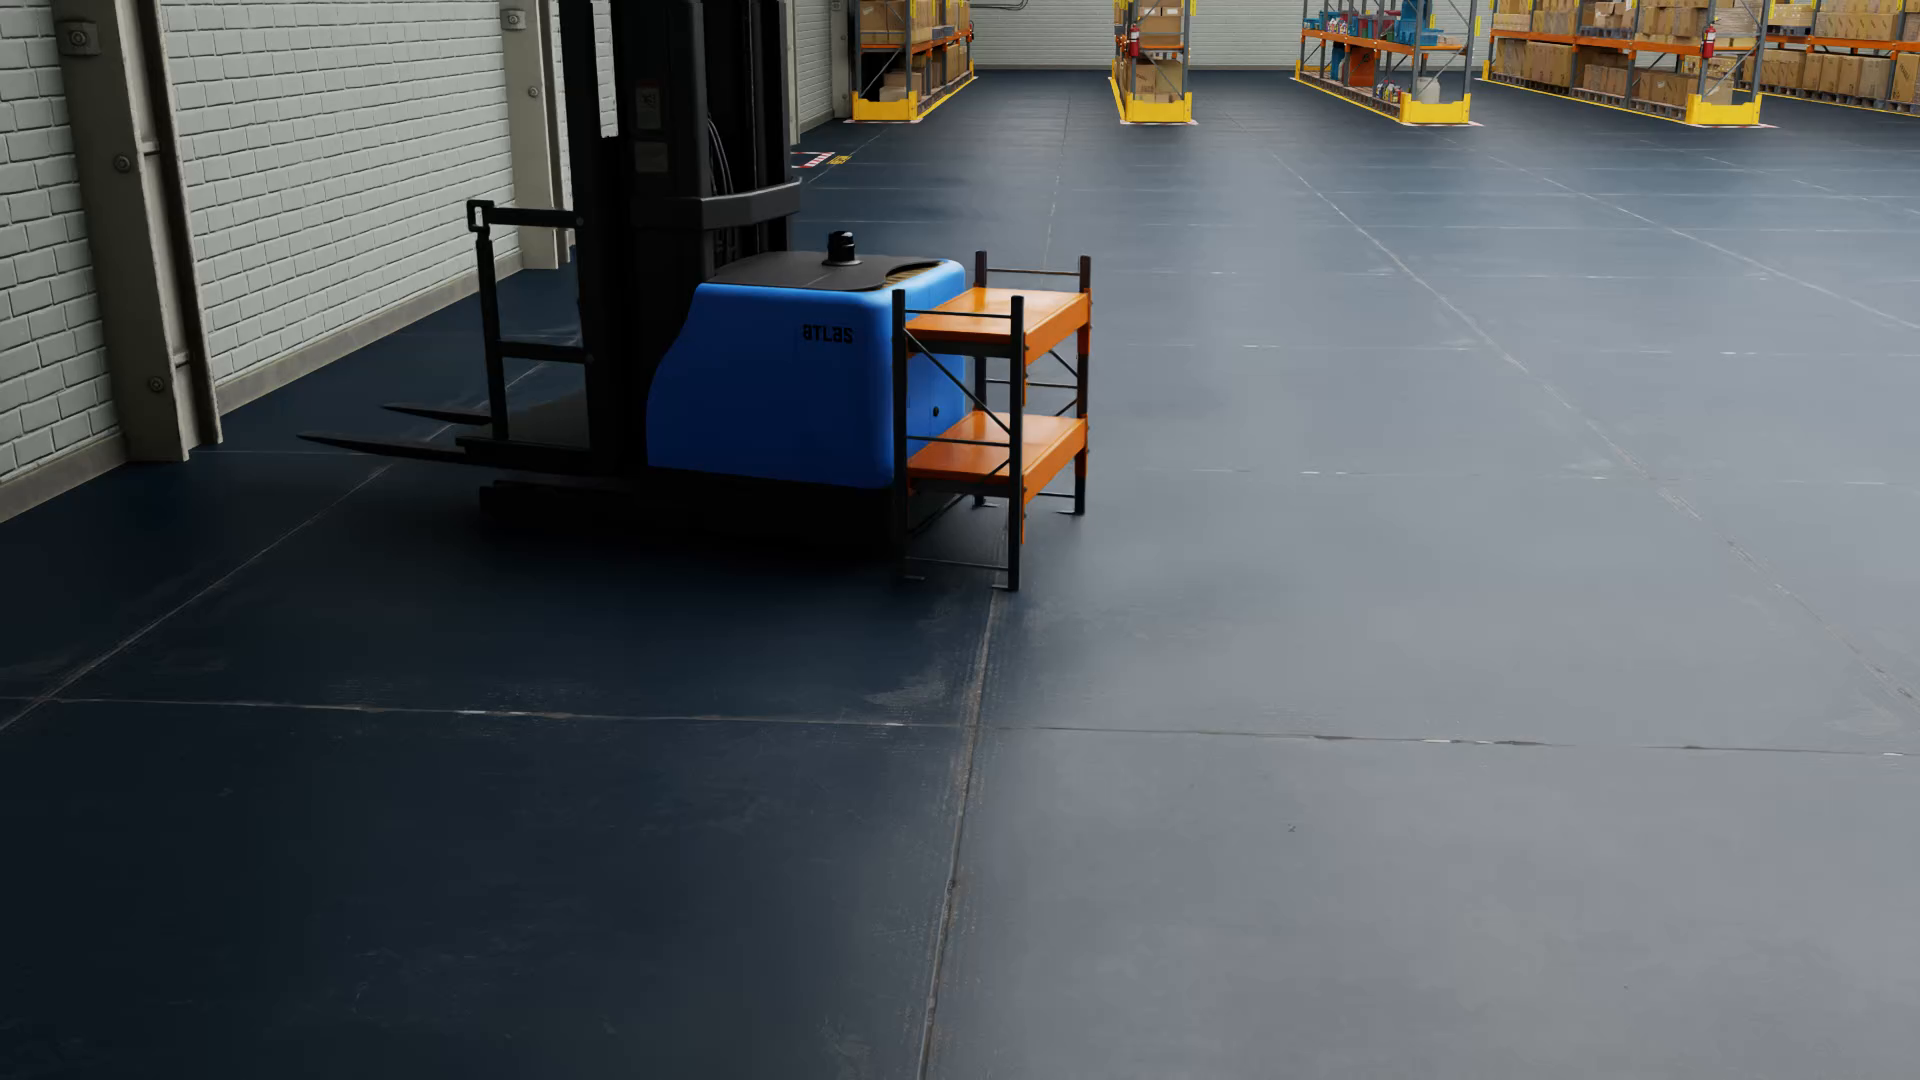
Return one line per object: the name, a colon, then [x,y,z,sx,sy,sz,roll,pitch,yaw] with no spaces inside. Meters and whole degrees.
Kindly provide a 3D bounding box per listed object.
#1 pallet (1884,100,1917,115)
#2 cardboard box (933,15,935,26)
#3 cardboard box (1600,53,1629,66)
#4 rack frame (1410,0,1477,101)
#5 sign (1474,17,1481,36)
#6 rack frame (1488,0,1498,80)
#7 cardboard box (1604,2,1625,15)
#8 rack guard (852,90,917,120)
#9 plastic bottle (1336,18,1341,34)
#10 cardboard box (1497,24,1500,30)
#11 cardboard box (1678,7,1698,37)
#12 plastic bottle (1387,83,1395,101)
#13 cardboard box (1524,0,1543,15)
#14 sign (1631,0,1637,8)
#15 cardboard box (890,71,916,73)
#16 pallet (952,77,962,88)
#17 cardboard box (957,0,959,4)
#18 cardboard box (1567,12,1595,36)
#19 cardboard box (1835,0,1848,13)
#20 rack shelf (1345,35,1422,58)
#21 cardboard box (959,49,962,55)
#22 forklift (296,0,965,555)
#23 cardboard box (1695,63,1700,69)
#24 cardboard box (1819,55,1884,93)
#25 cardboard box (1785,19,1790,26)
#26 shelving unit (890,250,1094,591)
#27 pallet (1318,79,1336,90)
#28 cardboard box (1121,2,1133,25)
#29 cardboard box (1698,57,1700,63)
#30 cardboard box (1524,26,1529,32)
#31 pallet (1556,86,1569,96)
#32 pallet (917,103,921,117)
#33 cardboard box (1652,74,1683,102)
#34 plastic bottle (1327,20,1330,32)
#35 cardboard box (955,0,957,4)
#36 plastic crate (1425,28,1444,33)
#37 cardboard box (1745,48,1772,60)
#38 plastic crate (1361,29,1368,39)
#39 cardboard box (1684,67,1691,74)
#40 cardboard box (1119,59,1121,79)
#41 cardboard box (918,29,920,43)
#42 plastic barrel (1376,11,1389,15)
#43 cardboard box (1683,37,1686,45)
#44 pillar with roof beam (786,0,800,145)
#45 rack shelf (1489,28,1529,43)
pallet: [18.534,-8.298,31.908,1.003,0.211,1.213,1,18,4]
cardboard box: [-0.899,-11.297,35.714,0.700,0.500,0.500,1,18,4]
cardboard box: [13.968,-10.246,35.478,0.500,0.250,0.500,3,18,10]
rack frame: [8.500,-8.868,29.169,1.000,3.000,0.127,1,18,4]
sign: [9.048,-8.986,29.084,0.100,0.325,0.005,1,18,4]
rack frame: [14.587,-13.727,43.997,1.000,3.000,0.127,1,18,4]
cardboard box: [14.075,-11.145,35.283,0.700,0.500,0.500,4,19,12]
rack guard: [-1.376,-7.925,30.305,1.175,0.500,0.348,1,18,4]
plastic bottle: [8.835,-11.967,38.705,0.144,0.351,0.185,1,18,4]
cardboard box: [14.198,-13.345,43.236,0.380,0.149,0.250,1,18,3]
cardboard box: [13.423,-9.274,29.771,0.875,0.500,0.500,1,18,4]
plastic bottle: [8.258,-8.571,31.810,0.144,0.351,0.185,2,18,6]
cardboard box: [14.067,-13.059,40.520,0.500,0.500,0.500,2,18,5]
sign: [13.173,-10.561,32.477,0.100,0.325,0.005,1,18,4]
cardboard box: [-1.129,-9.029,32.970,0.500,0.500,0.500,0,18,0]
pallet: [-0.501,-11.250,40.916,1.003,0.211,1.213,1,18,4]
cardboard box: [-0.300,-13.220,40.576,0.500,0.250,0.500,2,18,5]
cardboard box: [13.802,-11.448,36.884,0.500,0.500,0.500,2,18,6]
cardboard box: [18.877,-11.326,34.905,0.700,0.500,0.500,1,18,3]
rack shelf: [8.930,-10.389,34.968,1.077,0.370,4.000,1,18,4]
cardboard box: [-0.159,-12.468,42.455,0.380,0.149,0.250,2,18,6]
forklift: [-1.536,-1.599,7.097,3.031,2.935,1.130,7,19,19]
cardboard box: [19.102,-12.175,42.687,0.380,0.149,0.250,2,18,6]
cardboard box: [18.761,-9.772,34.866,1.050,0.750,0.750,2,18,5]
cardboard box: [18.568,-11.500,36.932,0.380,0.149,0.250,2,18,5]
shelving unit: [0.149,-0.518,6.698,0.538,1.125,1.048,6,19,17]
pallet: [9.263,-11.031,40.249,1.003,0.211,1.213,1,18,4]
cardboard box: [4.066,-11.909,37.616,0.700,0.500,0.500,-5,19,-15]
cardboard box: [19.170,-12.314,42.636,0.380,0.149,0.250,0,18,1]
cardboard box: [13.996,-12.467,40.556,0.380,0.149,0.250,1,18,4]
pallet: [14.145,-10.160,37.591,1.003,0.211,1.213,1,18,4]
pallet: [-1.283,-8.039,31.118,1.003,0.211,1.213,1,18,4]
cardboard box: [13.625,-8.710,32.027,0.500,0.500,0.500,7,20,21]
plastic bottle: [8.899,-12.394,40.116,0.061,0.283,0.133,1,18,4]
cardboard box: [-0.346,-13.061,40.092,0.500,0.250,0.500,2,18,5]
plastic crate: [8.978,-9.690,31.916,0.499,0.251,0.616,1,18,4]
cardboard box: [18.924,-11.487,39.297,0.500,0.250,0.500,0,18,1]
plastic crate: [8.630,-10.557,34.663,0.450,0.188,0.662,1,18,4]
cardboard box: [19.170,-12.274,43.467,0.380,0.149,0.250,2,18,5]
cardboard box: [4.035,-11.105,39.304,0.500,0.500,0.500,1,18,2]
cardboard box: [-1.007,-9.333,30.798,0.500,0.250,0.500,1,18,2]
plastic barrel: [9.342,-11.266,36.270,0.600,0.536,0.708,1,18,4]
cardboard box: [13.332,-9.041,30.102,0.380,0.149,0.250,1,18,4]
pillar with roof beam: [1.670,-10.217,23.652,9.100,9.000,0.400,1,18,4]
rack shelf: [14.444,-12.764,42.214,1.077,0.370,4.000,1,18,4]
